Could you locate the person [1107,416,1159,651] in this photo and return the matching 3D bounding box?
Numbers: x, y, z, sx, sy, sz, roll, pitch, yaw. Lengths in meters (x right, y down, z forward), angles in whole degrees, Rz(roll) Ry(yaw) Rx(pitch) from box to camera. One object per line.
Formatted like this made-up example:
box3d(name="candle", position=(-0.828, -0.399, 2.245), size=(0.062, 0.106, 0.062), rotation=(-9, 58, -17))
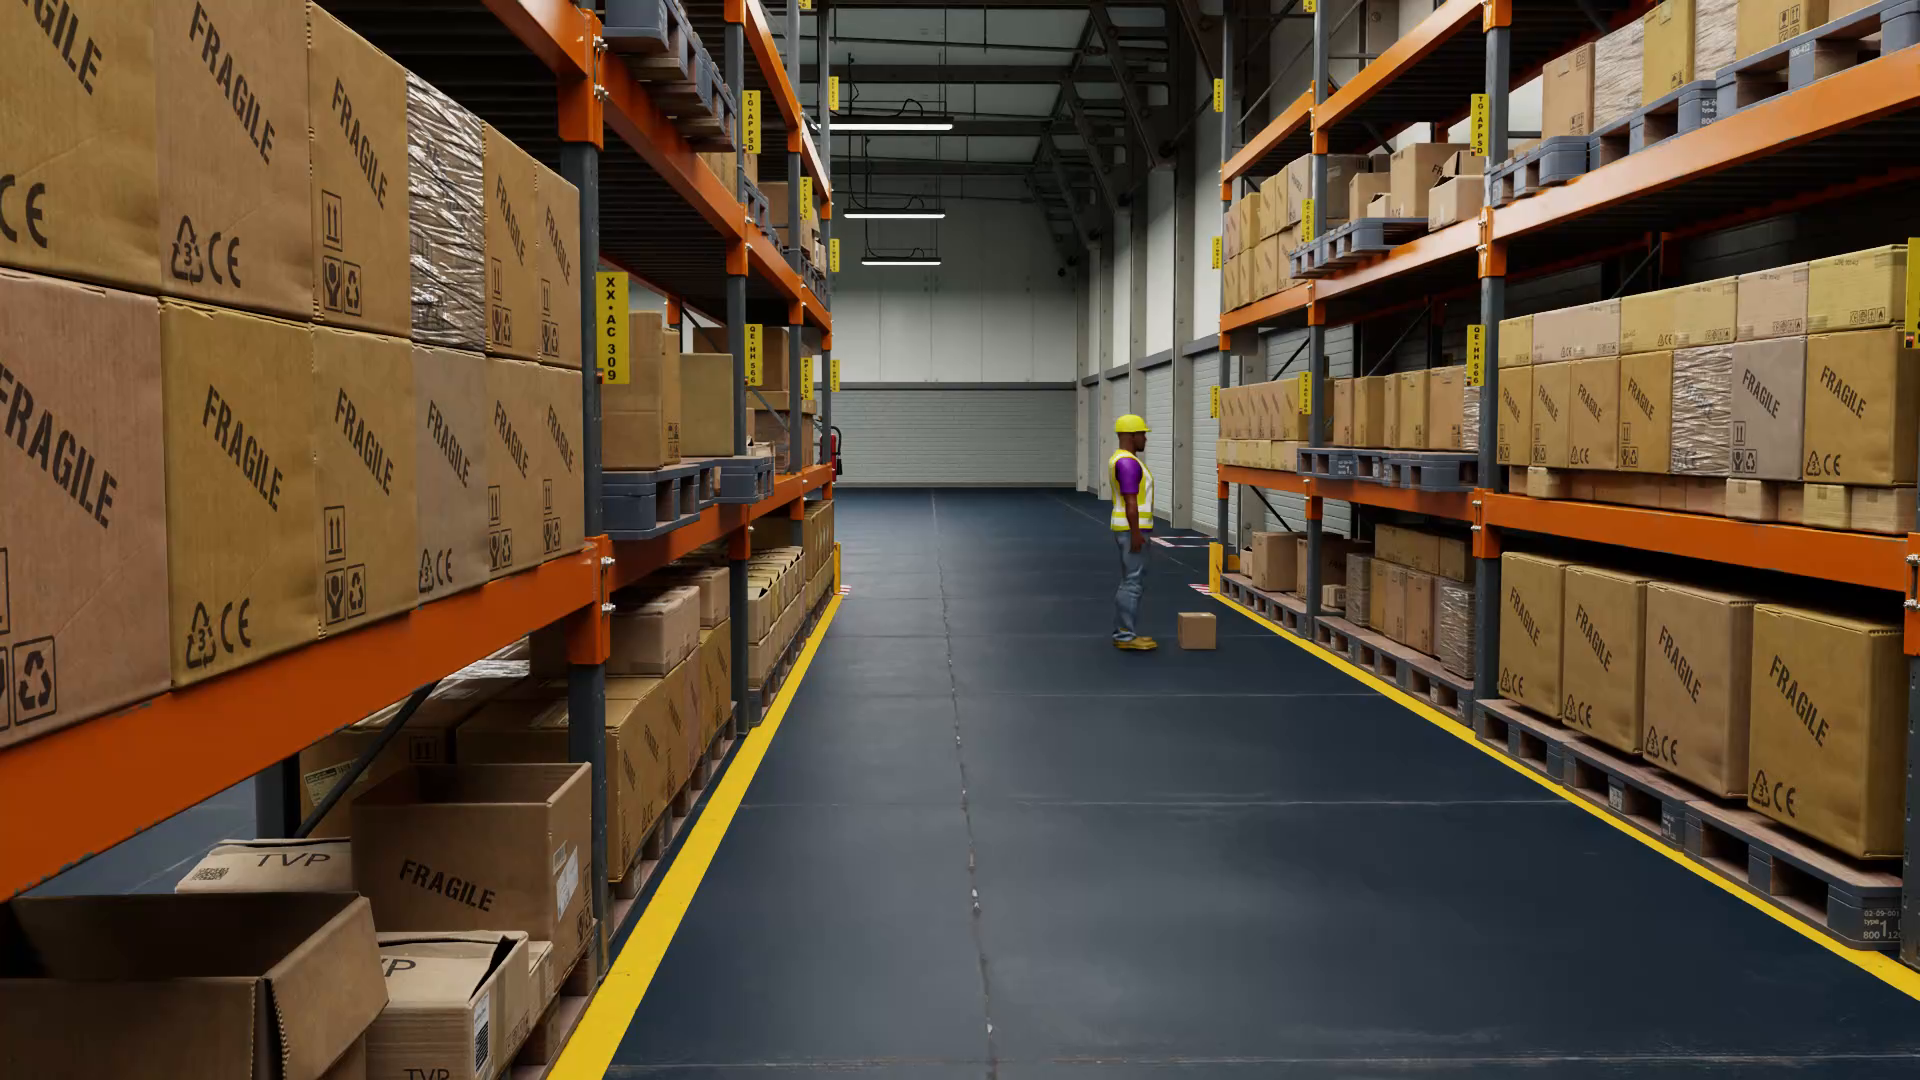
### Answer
box3d(name="person", position=(1.306, -0.060, 12.584), size=(0.384, 1.751, 0.573), rotation=(0, 4, 0))
